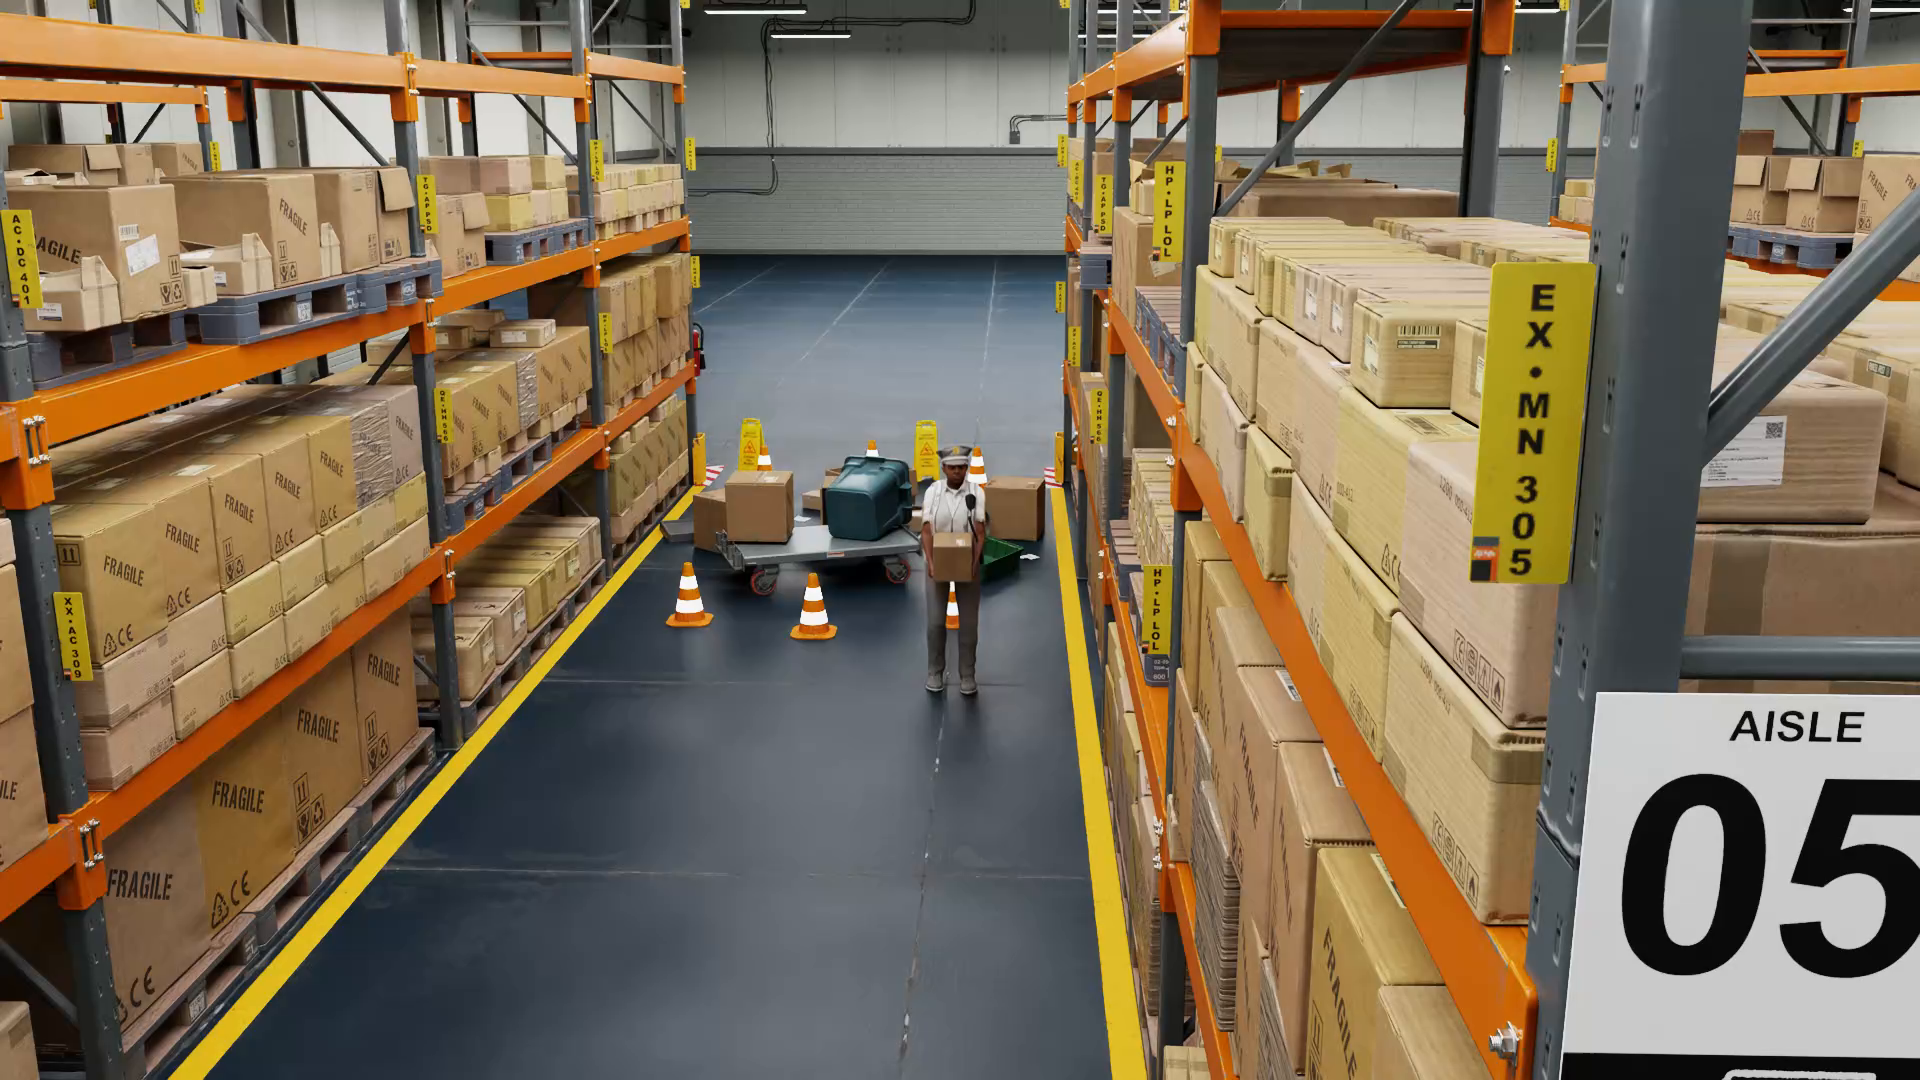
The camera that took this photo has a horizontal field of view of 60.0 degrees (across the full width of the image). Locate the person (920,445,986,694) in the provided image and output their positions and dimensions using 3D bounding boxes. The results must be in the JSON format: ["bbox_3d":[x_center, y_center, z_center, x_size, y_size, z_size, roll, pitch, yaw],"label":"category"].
[{"bbox_3d":[-0.044,0.199,11.162,0.441,1.692,0.513,0,14,0],"label":"person"}]
